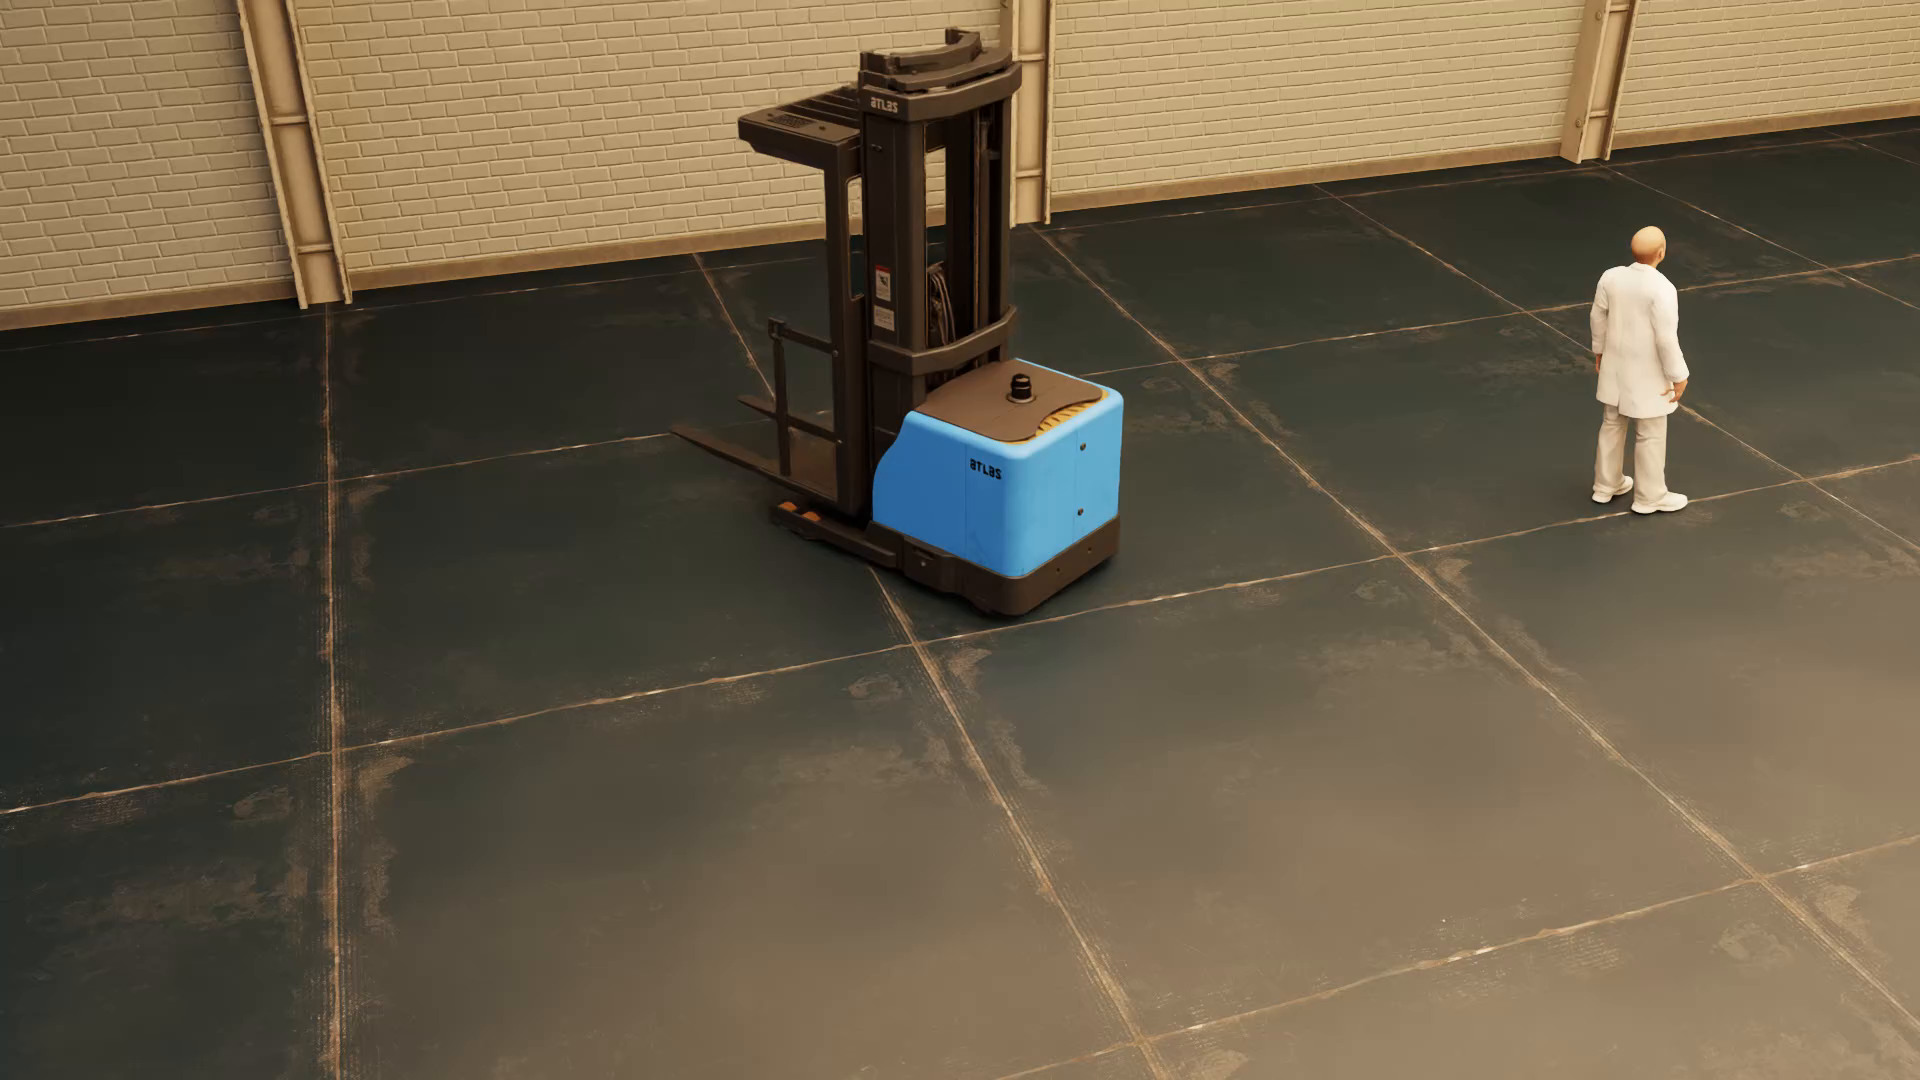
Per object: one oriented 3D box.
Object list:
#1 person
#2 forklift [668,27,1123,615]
[{"bbox_3d":[4.145,-1.048,10.051,0.581,1.776,0.694,-15,33,-24],"label":"person"},{"bbox_3d":[-0.526,-1.454,9.613,3.031,2.935,1.130,22,37,34],"label":"forklift"}]
